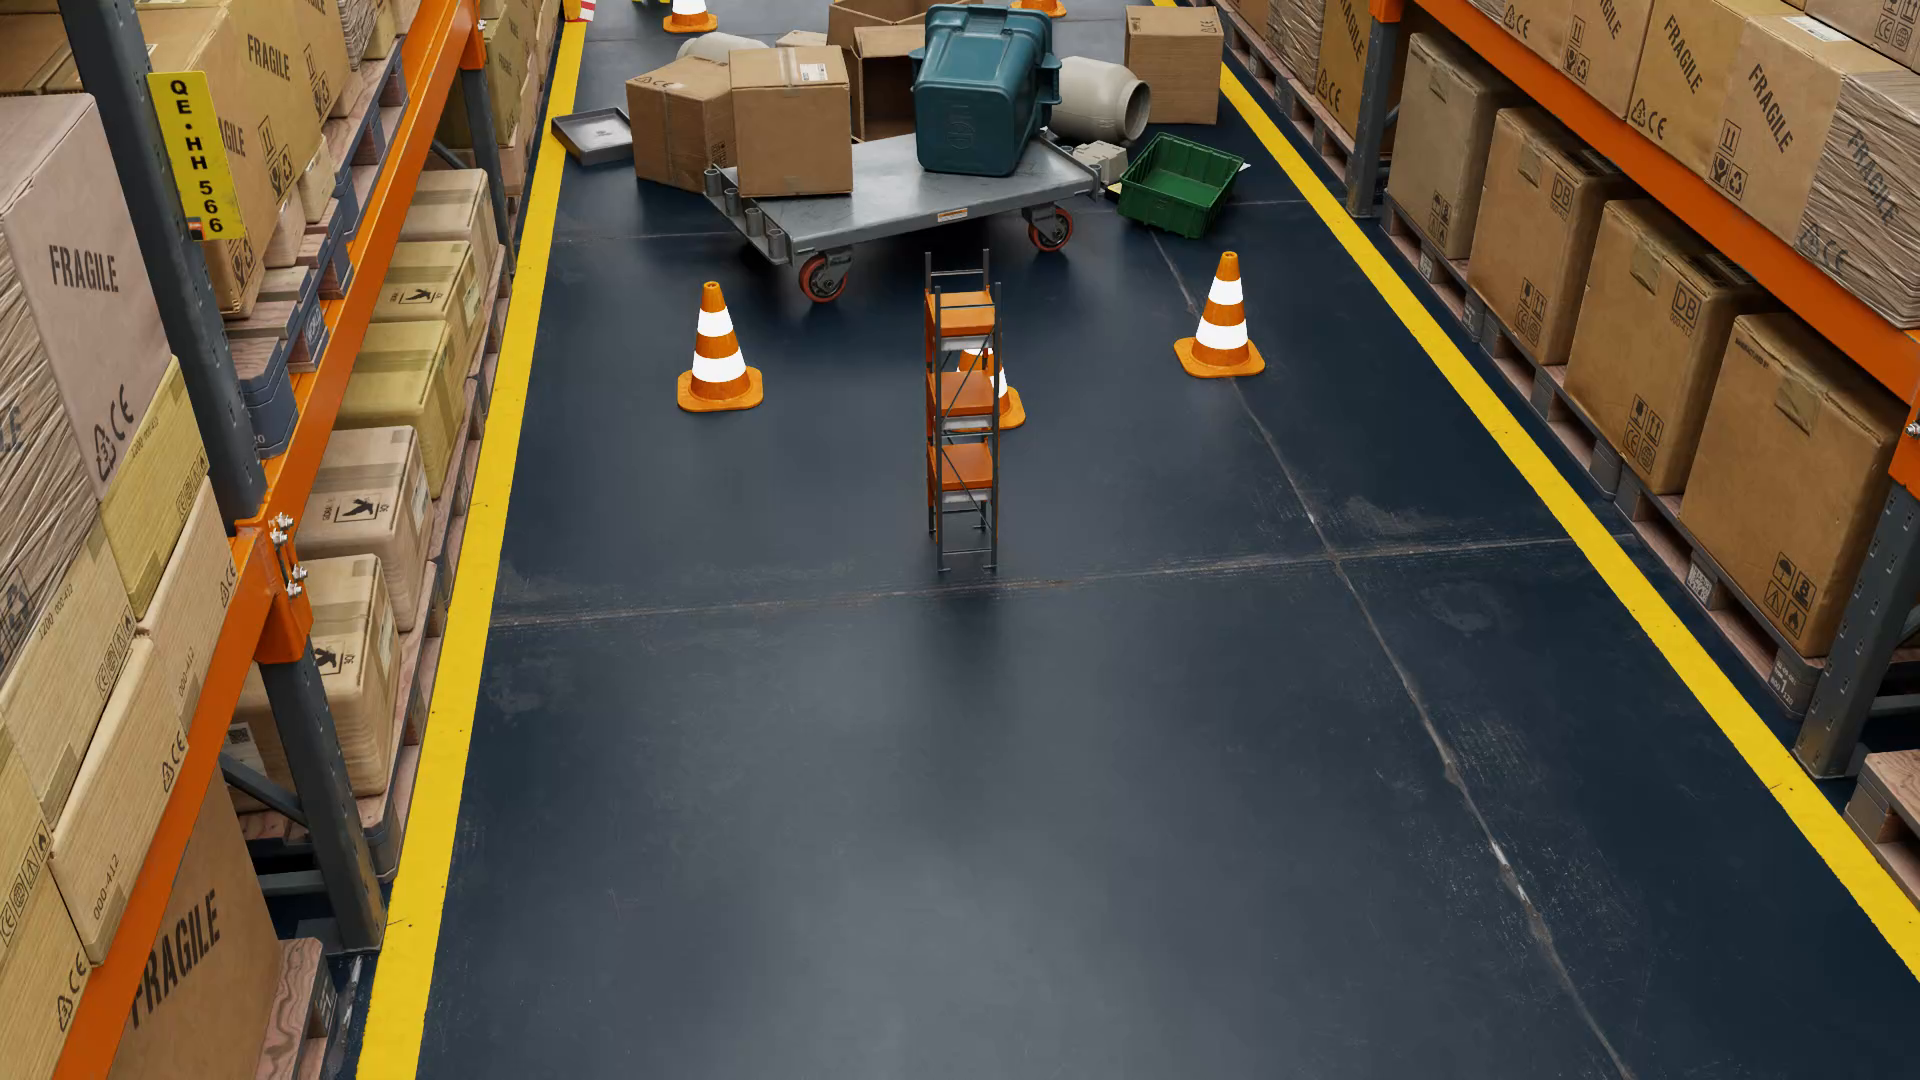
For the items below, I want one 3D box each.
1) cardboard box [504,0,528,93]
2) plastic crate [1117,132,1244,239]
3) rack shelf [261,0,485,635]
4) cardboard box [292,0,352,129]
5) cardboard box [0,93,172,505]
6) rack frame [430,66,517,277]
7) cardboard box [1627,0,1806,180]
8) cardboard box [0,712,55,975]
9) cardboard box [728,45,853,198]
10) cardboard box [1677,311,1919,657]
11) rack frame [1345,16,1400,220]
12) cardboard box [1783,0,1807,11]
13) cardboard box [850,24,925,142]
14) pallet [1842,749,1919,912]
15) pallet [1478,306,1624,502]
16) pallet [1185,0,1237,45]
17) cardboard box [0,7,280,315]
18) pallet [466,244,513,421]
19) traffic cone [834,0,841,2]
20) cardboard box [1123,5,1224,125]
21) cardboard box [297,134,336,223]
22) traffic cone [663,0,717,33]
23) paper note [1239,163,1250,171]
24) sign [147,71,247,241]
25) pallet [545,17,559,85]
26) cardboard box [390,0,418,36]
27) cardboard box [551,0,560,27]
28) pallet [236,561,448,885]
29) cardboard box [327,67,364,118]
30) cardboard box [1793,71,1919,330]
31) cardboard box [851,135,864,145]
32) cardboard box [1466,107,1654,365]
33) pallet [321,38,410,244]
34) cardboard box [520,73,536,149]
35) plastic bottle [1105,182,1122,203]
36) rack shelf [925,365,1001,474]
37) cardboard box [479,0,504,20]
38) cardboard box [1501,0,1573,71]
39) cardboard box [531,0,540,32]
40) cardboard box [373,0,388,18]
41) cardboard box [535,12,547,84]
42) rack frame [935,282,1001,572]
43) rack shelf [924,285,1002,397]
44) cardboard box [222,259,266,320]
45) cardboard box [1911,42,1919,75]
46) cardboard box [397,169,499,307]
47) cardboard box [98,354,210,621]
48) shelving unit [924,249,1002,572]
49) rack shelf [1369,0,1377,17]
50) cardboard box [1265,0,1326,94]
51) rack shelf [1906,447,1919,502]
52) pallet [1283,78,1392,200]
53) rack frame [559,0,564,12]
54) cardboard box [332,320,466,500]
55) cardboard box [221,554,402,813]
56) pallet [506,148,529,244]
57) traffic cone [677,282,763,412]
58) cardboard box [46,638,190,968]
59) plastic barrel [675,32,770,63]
[{"bbox_3d":[-2.404,-2.417,8.036,0.500,0.500,0.500,-3,34,-4],"label":"cardboard box"},{"bbox_3d":[1.061,-1.713,8.046,0.450,0.188,0.662,21,39,12],"label":"plastic crate"},{"bbox_3d":[-2.240,-1.009,5.206,1.077,0.370,4.000,-4,35,-6],"label":"rack shelf"},{"bbox_3d":[-1.957,-1.383,4.389,0.500,0.500,0.500,-4,34,-6],"label":"cardboard box"},{"bbox_3d":[-1.642,-0.376,2.661,0.500,0.500,0.500,-5,35,-8],"label":"cardboard box"},{"bbox_3d":[-2.509,-2.422,6.641,1.000,3.000,0.127,-4,35,-6],"label":"rack frame"},{"bbox_3d":[2.461,-1.451,5.127,0.500,0.500,0.500,-5,35,-7],"label":"cardboard box"},{"bbox_3d":[-1.492,0.486,2.062,0.500,0.250,0.500,-5,35,-8],"label":"cardboard box"},{"bbox_3d":[-0.749,-1.854,7.354,0.500,0.500,0.500,-4,35,-6],"label":"cardboard box"},{"bbox_3d":[2.928,-0.212,5.022,1.050,0.750,0.750,-5,35,-7],"label":"cardboard box"},{"bbox_3d":[2.382,-2.854,7.274,1.000,3.000,0.127,-4,35,-6],"label":"rack frame"},{"bbox_3d":[2.729,-1.895,4.891,0.700,0.500,0.500,-5,35,-7],"label":"cardboard box"},{"bbox_3d":[-0.168,-2.369,8.659,0.797,0.637,0.503,-4,35,-6],"label":"cardboard box"},{"bbox_3d":[3.024,0.967,4.144,1.003,0.211,1.213,-4,35,-6],"label":"pallet"},{"bbox_3d":[2.728,-0.594,6.434,1.003,0.211,1.213,-4,35,-6],"label":"pallet"},{"bbox_3d":[2.030,-3.493,10.688,1.003,0.211,1.213,-4,35,-6],"label":"pallet"},{"bbox_3d":[-1.802,-0.797,3.529,0.500,0.500,0.500,-5,35,-8],"label":"cardboard box"},{"bbox_3d":[-2.403,-0.836,6.789,1.003,0.211,1.213,-4,35,-6],"label":"pallet"},{"bbox_3d":[-0.657,-3.738,10.824,0.336,0.463,0.334,-4,35,-6],"label":"traffic cone"},{"bbox_3d":[1.157,-2.610,9.134,0.500,0.500,0.500,1,34,2],"label":"cardboard box"},{"bbox_3d":[-1.843,-0.927,4.297,0.380,0.149,0.250,-4,34,-6],"label":"cardboard box"},{"bbox_3d":[-1.711,-3.464,10.422,0.336,0.463,0.334,-4,35,-6],"label":"traffic cone"},{"bbox_3d":[1.395,-1.934,8.560,0.142,0.020,0.147,27,43,34],"label":"paper note"},{"bbox_3d":[-1.421,-0.712,3.104,0.100,0.325,0.005,-4,35,-6],"label":"sign"},{"bbox_3d":[-2.963,-3.004,9.970,1.003,0.211,1.213,-4,35,-6],"label":"pallet"},{"bbox_3d":[-2.040,-1.794,5.569,0.380,0.149,0.250,-4,34,-6],"label":"cardboard box"},{"bbox_3d":[-2.668,-3.248,9.921,0.500,0.250,0.500,-5,35,-7],"label":"cardboard box"},{"bbox_3d":[-2.075,0.526,4.791,1.003,0.211,1.213,-4,35,-6],"label":"pallet"},{"bbox_3d":[-2.000,-1.361,4.934,0.380,0.149,0.250,-3,34,-5],"label":"cardboard box"},{"bbox_3d":[2.594,-0.894,4.309,0.500,0.500,0.500,-4,35,-6],"label":"cardboard box"},{"bbox_3d":[-0.492,-1.910,8.316,0.396,0.266,0.258,27,43,34],"label":"cardboard box"},{"bbox_3d":[2.681,-1.219,6.500,1.050,0.750,0.750,-4,35,-6],"label":"cardboard box"},{"bbox_3d":[-2.278,-1.212,5.036,1.003,0.211,1.213,-4,35,-6],"label":"pallet"},{"bbox_3d":[-2.404,-2.106,8.246,0.500,0.250,0.500,-3,34,-4],"label":"cardboard box"},{"bbox_3d":[0.850,-1.679,8.160,0.133,0.061,0.283,-24,41,-30],"label":"plastic bottle"},{"bbox_3d":[0.007,-0.395,5.416,0.215,0.259,0.240,-4,35,-6],"label":"rack shelf"},{"bbox_3d":[-2.278,-2.462,7.525,0.380,0.149,0.250,-4,34,-6],"label":"cardboard box"},{"bbox_3d":[2.320,-2.020,5.962,0.500,0.500,0.500,-5,35,-7],"label":"cardboard box"},{"bbox_3d":[-2.546,-3.001,8.893,0.500,0.500,0.500,-5,35,-7],"label":"cardboard box"},{"bbox_3d":[-2.088,-1.955,5.229,0.500,0.500,0.500,-3,34,-5],"label":"cardboard box"},{"bbox_3d":[-2.534,-2.680,9.087,0.500,0.250,0.500,-6,35,-8],"label":"cardboard box"},{"bbox_3d":[0.024,-0.336,5.311,0.200,1.050,0.008,-4,35,-6],"label":"rack frame"},{"bbox_3d":[0.007,-0.630,5.257,0.215,0.259,0.240,-4,35,-6],"label":"rack shelf"},{"bbox_3d":[-1.835,-0.616,3.840,0.380,0.149,0.250,-6,35,-9],"label":"cardboard box"},{"bbox_3d":[2.870,-1.327,4.057,0.700,0.500,0.500,-5,35,-7],"label":"cardboard box"},{"bbox_3d":[-2.436,-1.217,6.833,0.950,0.372,0.625,-4,34,-6],"label":"cardboard box"},{"bbox_3d":[-1.654,-0.084,2.898,0.500,0.250,0.500,-4,35,-7],"label":"cardboard box"},{"bbox_3d":[0.007,-0.404,5.411,0.215,1.050,0.252,-4,35,-6],"label":"shelving unit"},{"bbox_3d":[2.113,-3.672,9.114,1.077,0.370,4.000,-4,35,-6],"label":"rack shelf"},{"bbox_3d":[2.242,-3.008,9.014,0.875,0.875,0.875,-4,34,-6],"label":"cardboard box"},{"bbox_3d":[3.189,0.792,2.563,1.077,0.370,4.000,-4,35,-6],"label":"rack shelf"},{"bbox_3d":[2.358,-2.132,8.690,1.003,0.211,1.213,-4,35,-6],"label":"pallet"},{"bbox_3d":[-3.047,-4.654,9.916,1.000,3.000,0.127,-4,35,-6],"label":"rack frame"},{"bbox_3d":[-2.241,-0.429,5.676,0.950,0.372,0.625,-3,34,-5],"label":"cardboard box"},{"bbox_3d":[-2.037,0.406,4.451,0.950,0.372,0.625,-7,35,-10],"label":"cardboard box"},{"bbox_3d":[-2.634,-1.642,7.972,1.003,0.211,1.213,-4,35,-6],"label":"pallet"},{"bbox_3d":[-0.955,-0.788,6.495,0.336,0.463,0.334,-4,35,-6],"label":"traffic cone"},{"bbox_3d":[-1.561,0.418,2.606,0.500,0.250,0.500,-4,34,-6],"label":"cardboard box"},{"bbox_3d":[-1.269,-2.552,9.119,0.512,0.421,0.421,20,39,26],"label":"plastic barrel"}]
